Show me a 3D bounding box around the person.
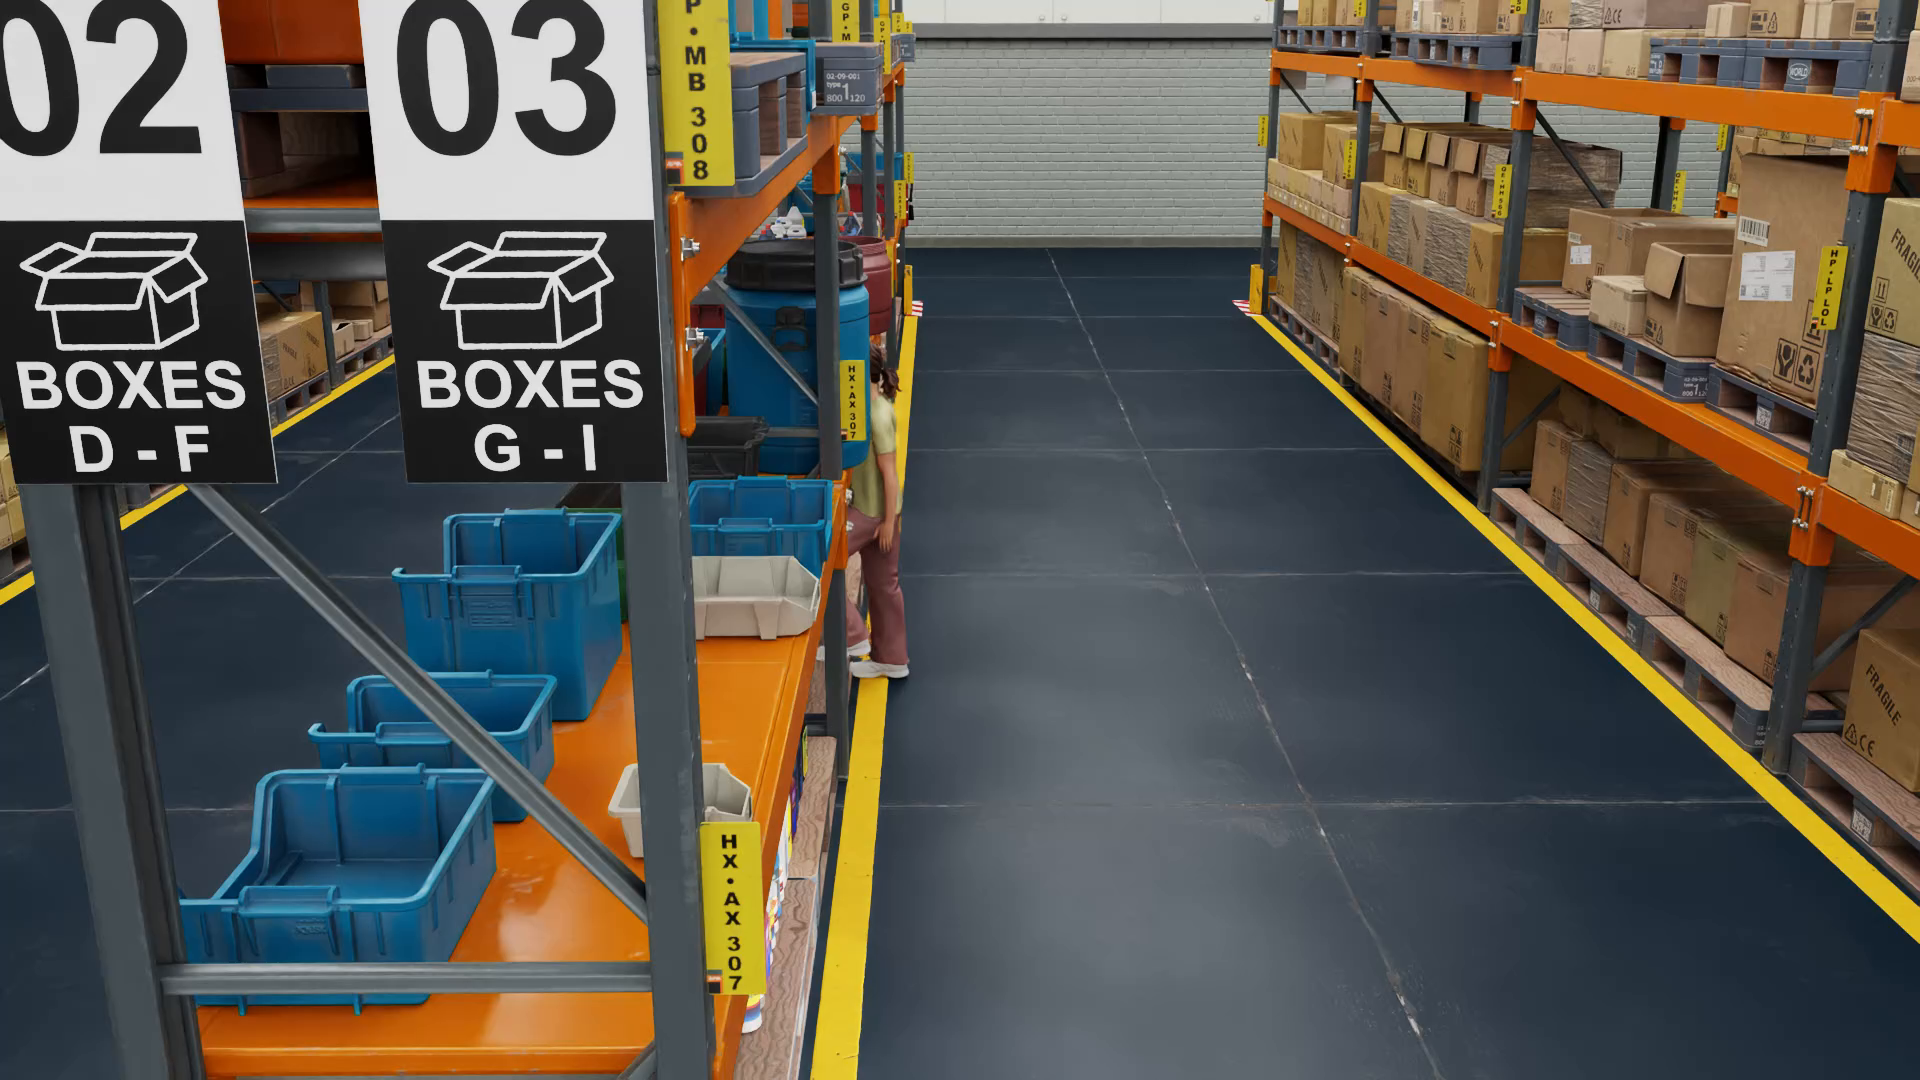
[{"bbox_3d":[-0.513,-0.116,7.885,0.536,1.678,0.508,-1,17,-3],"label":"person"}]
